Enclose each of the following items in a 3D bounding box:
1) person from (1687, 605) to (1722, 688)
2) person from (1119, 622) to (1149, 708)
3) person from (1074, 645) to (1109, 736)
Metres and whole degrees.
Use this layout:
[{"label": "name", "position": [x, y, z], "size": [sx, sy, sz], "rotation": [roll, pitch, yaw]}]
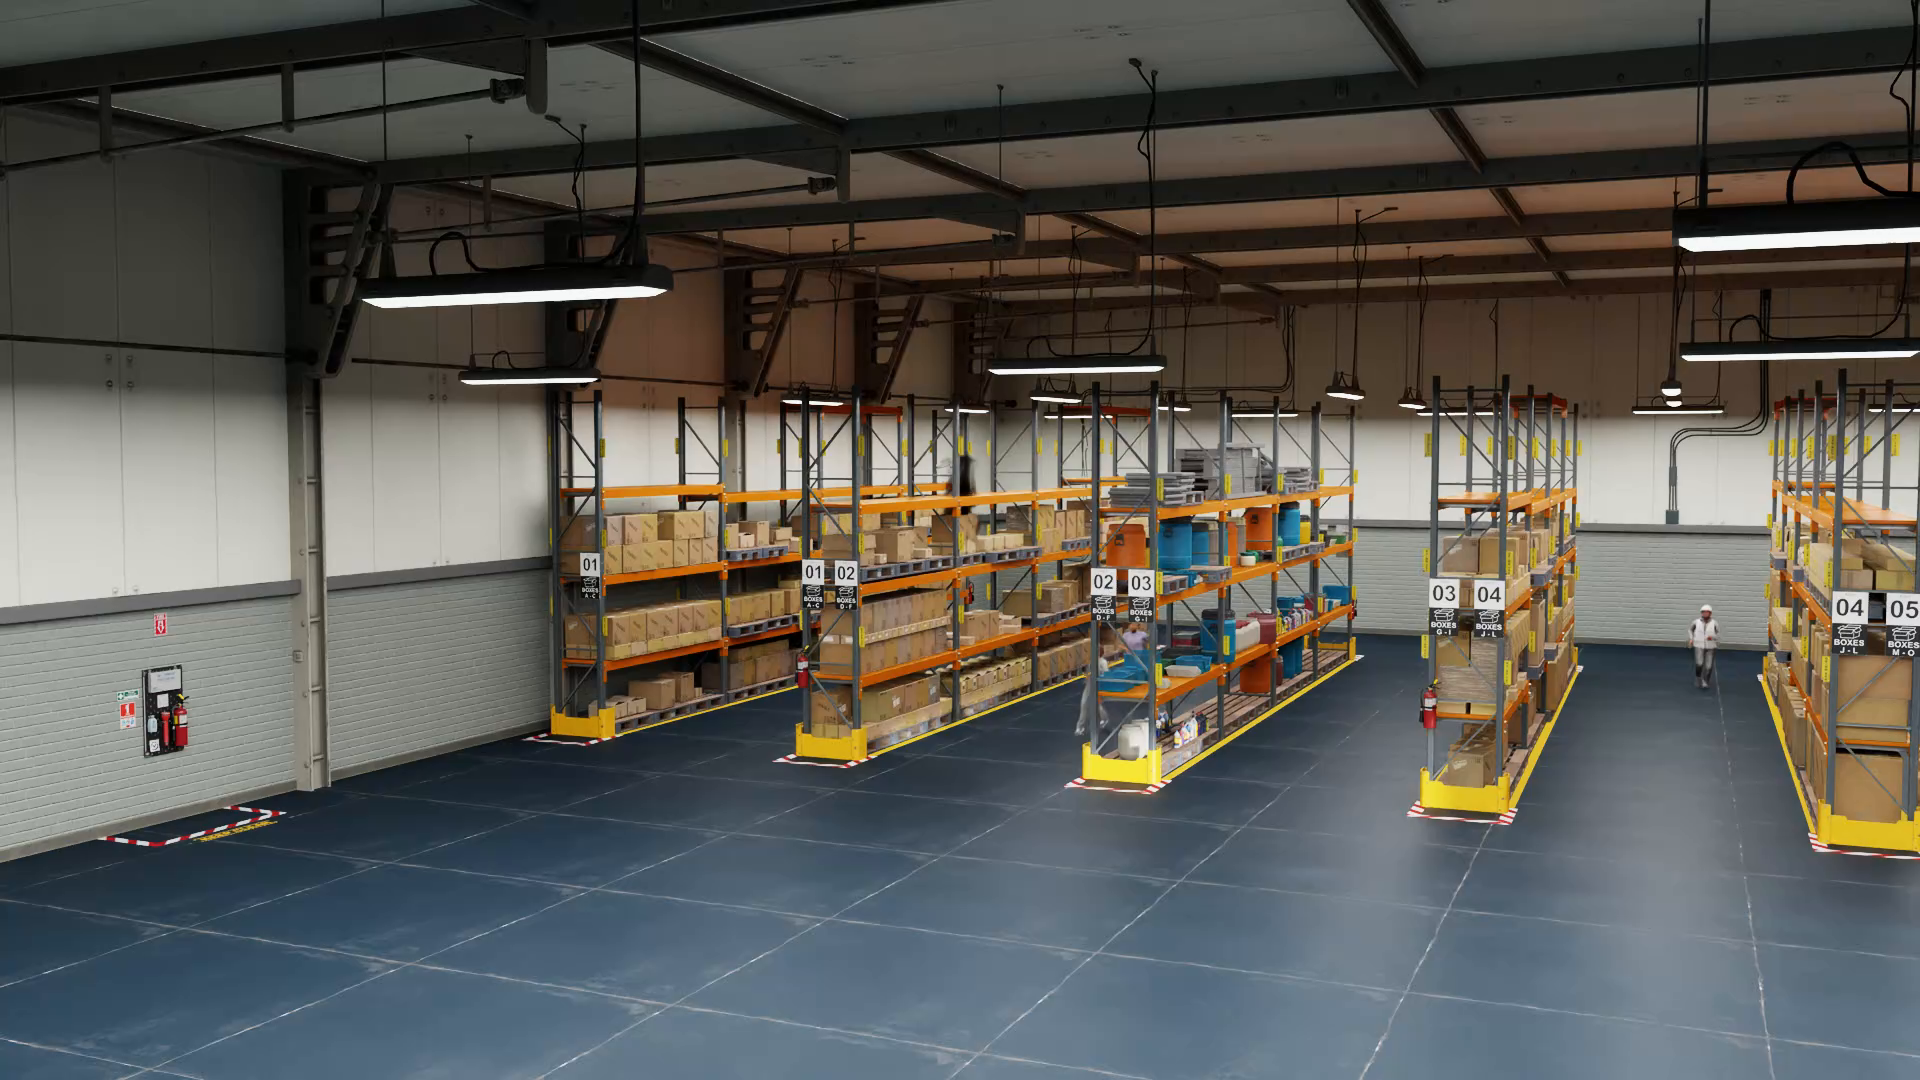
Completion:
[{"label": "person", "position": [15.406, 2.215, 34.399], "size": [0.630, 1.732, 0.649], "rotation": [1, 3, 19]}, {"label": "person", "position": [3.410, 2.389, 32.432], "size": [0.587, 1.707, 0.839], "rotation": [1, 3, 21]}, {"label": "person", "position": [2.410, 2.615, 29.097], "size": [0.551, 1.603, 0.826], "rotation": [3, 4, 42]}]
